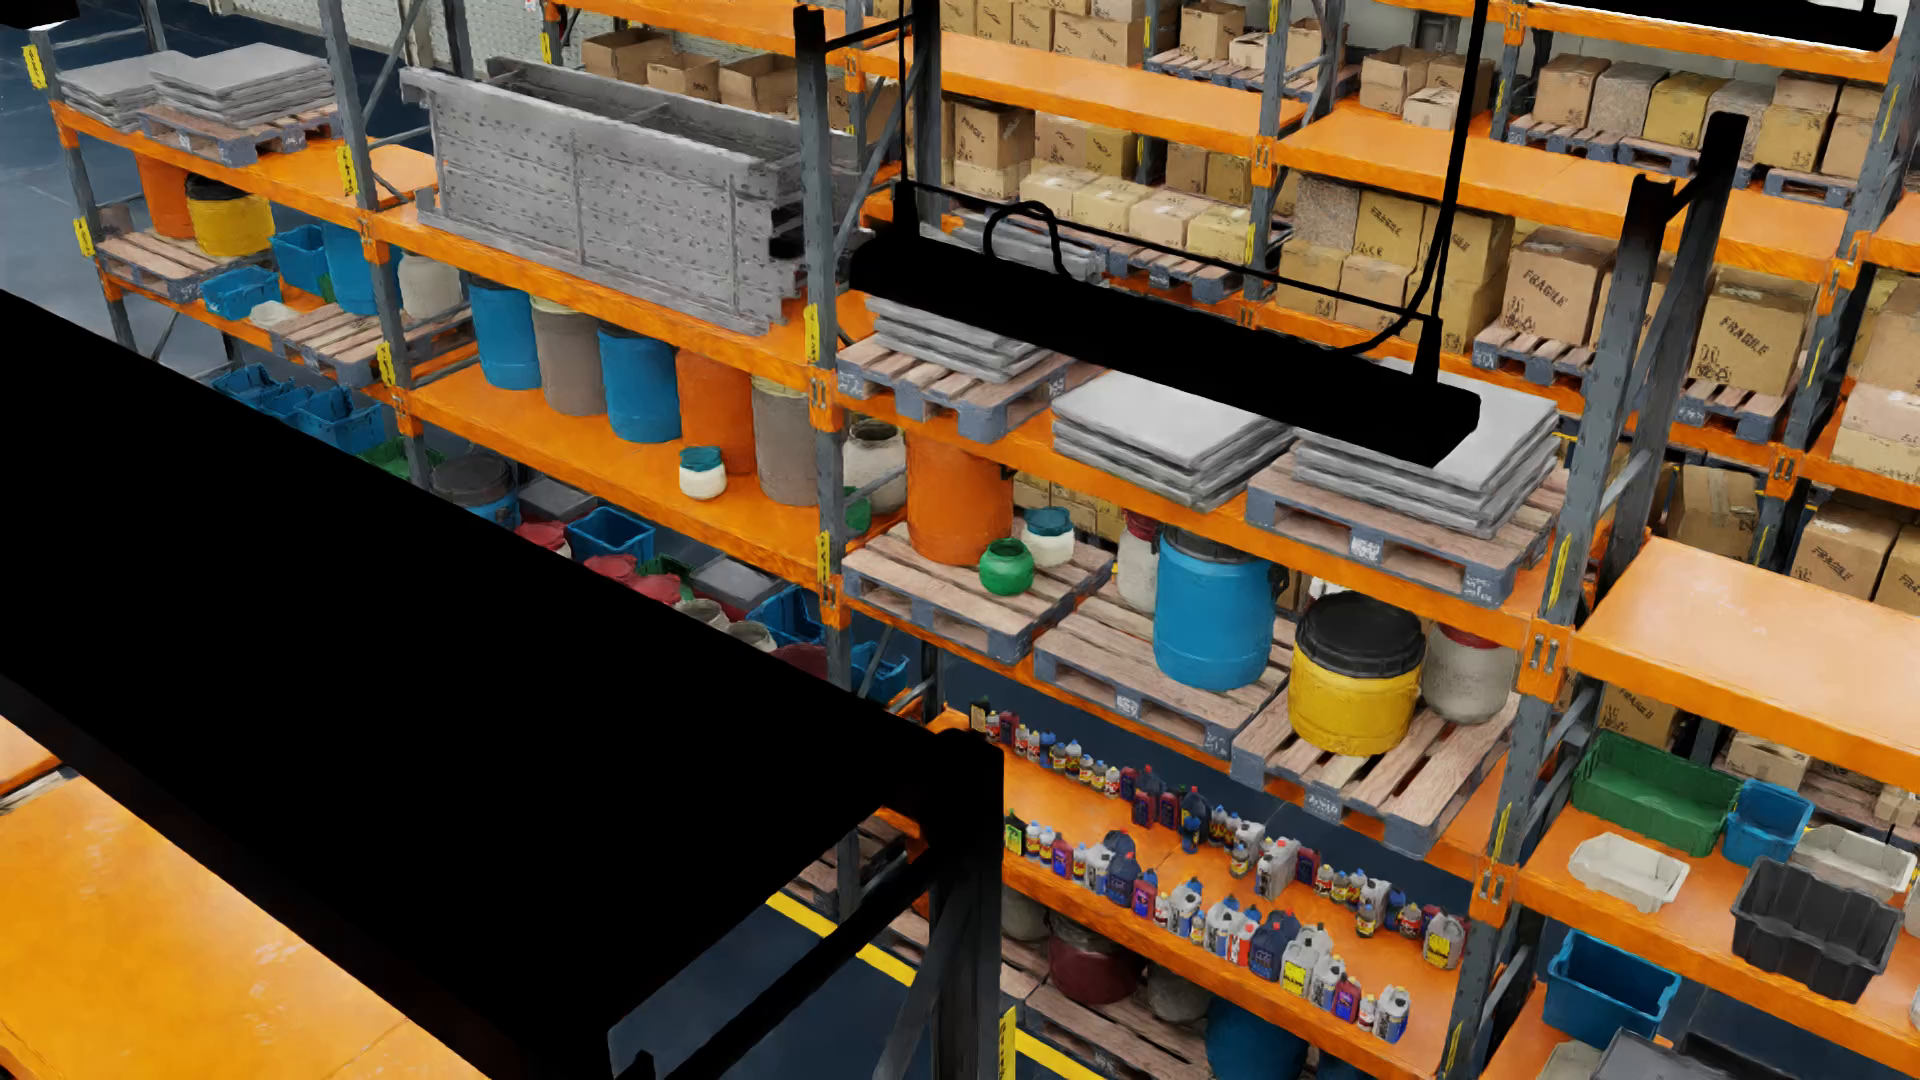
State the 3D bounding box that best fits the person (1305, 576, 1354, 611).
[{"bbox_3d":[2.889,0.715,12.376,0.674,1.769,0.400,9,33,15],"label":"person"}]
